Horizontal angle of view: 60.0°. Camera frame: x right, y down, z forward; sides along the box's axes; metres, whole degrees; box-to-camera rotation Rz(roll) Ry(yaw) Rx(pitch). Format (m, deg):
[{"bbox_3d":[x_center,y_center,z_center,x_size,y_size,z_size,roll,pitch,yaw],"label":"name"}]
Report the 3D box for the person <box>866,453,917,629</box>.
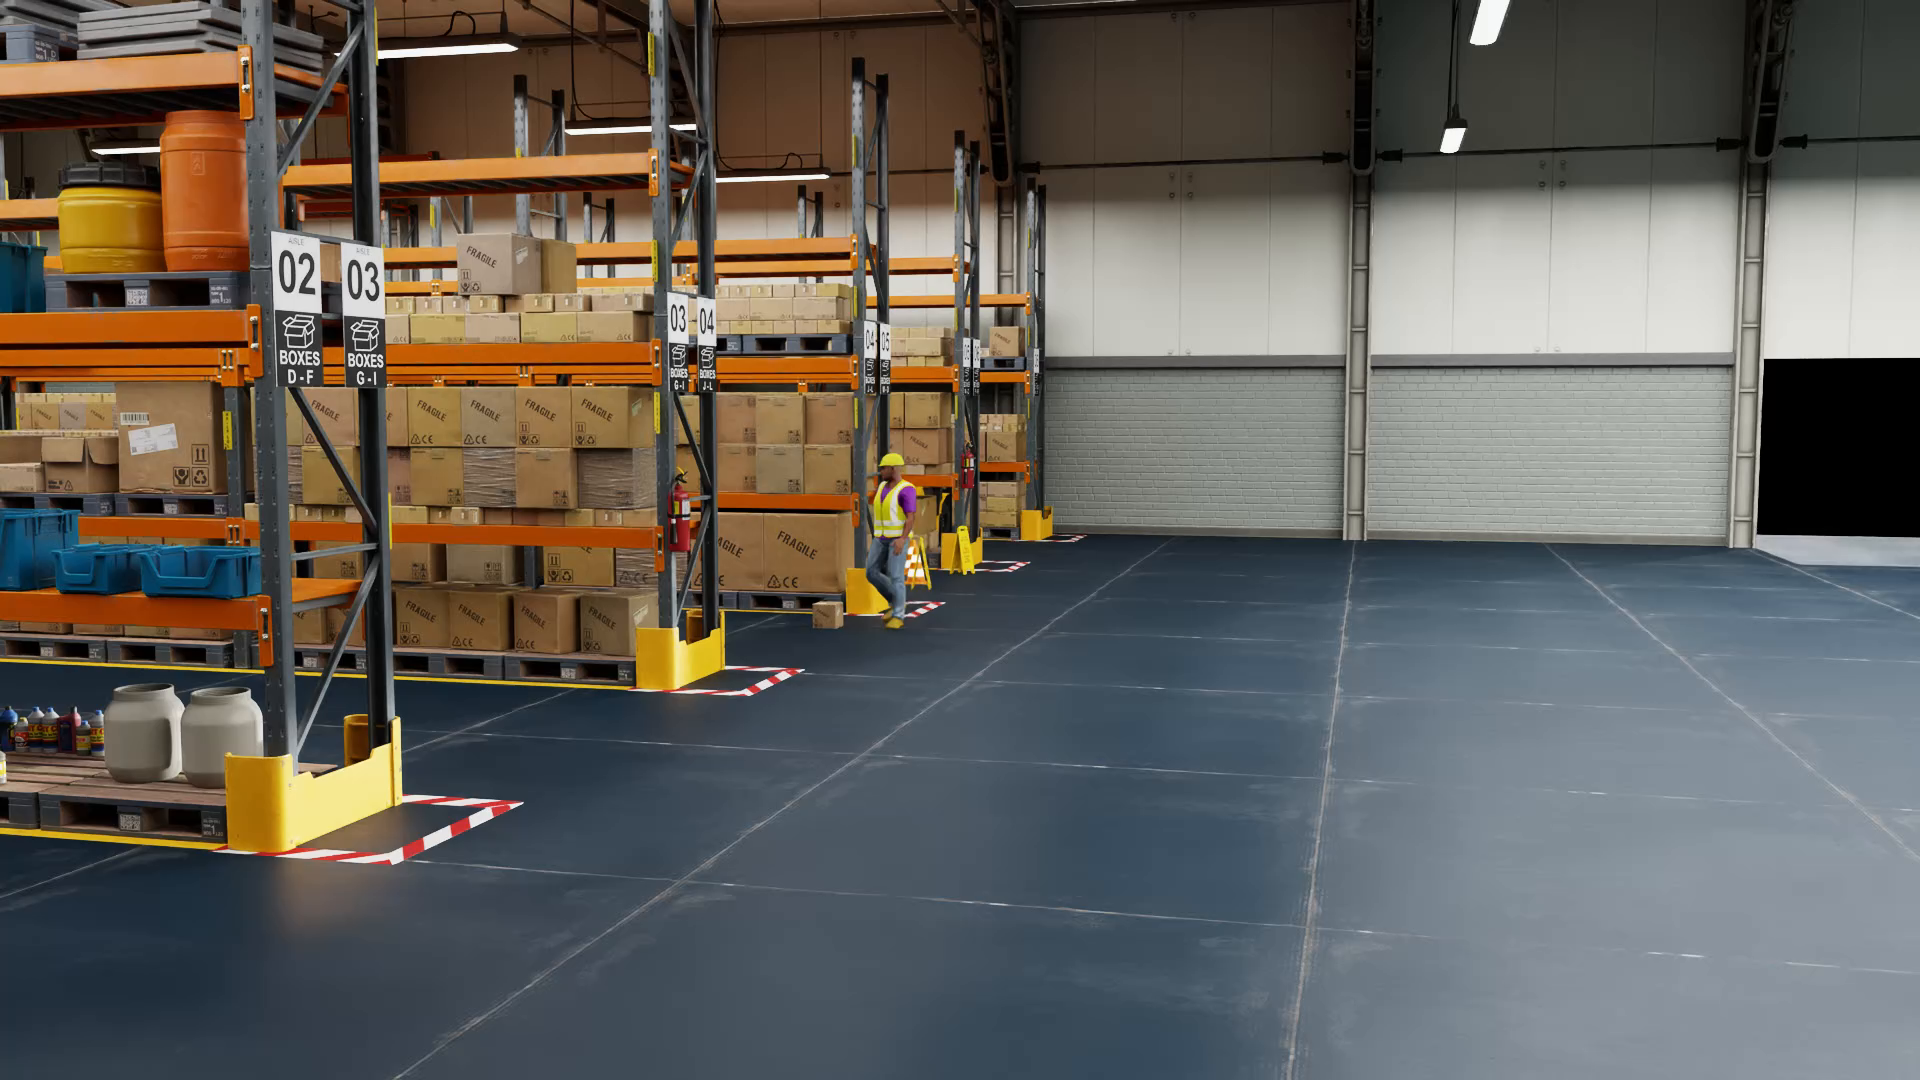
[{"bbox_3d":[-0.714,-0.001,17.038,0.633,1.770,0.505,4,6,40],"label":"person"}]
